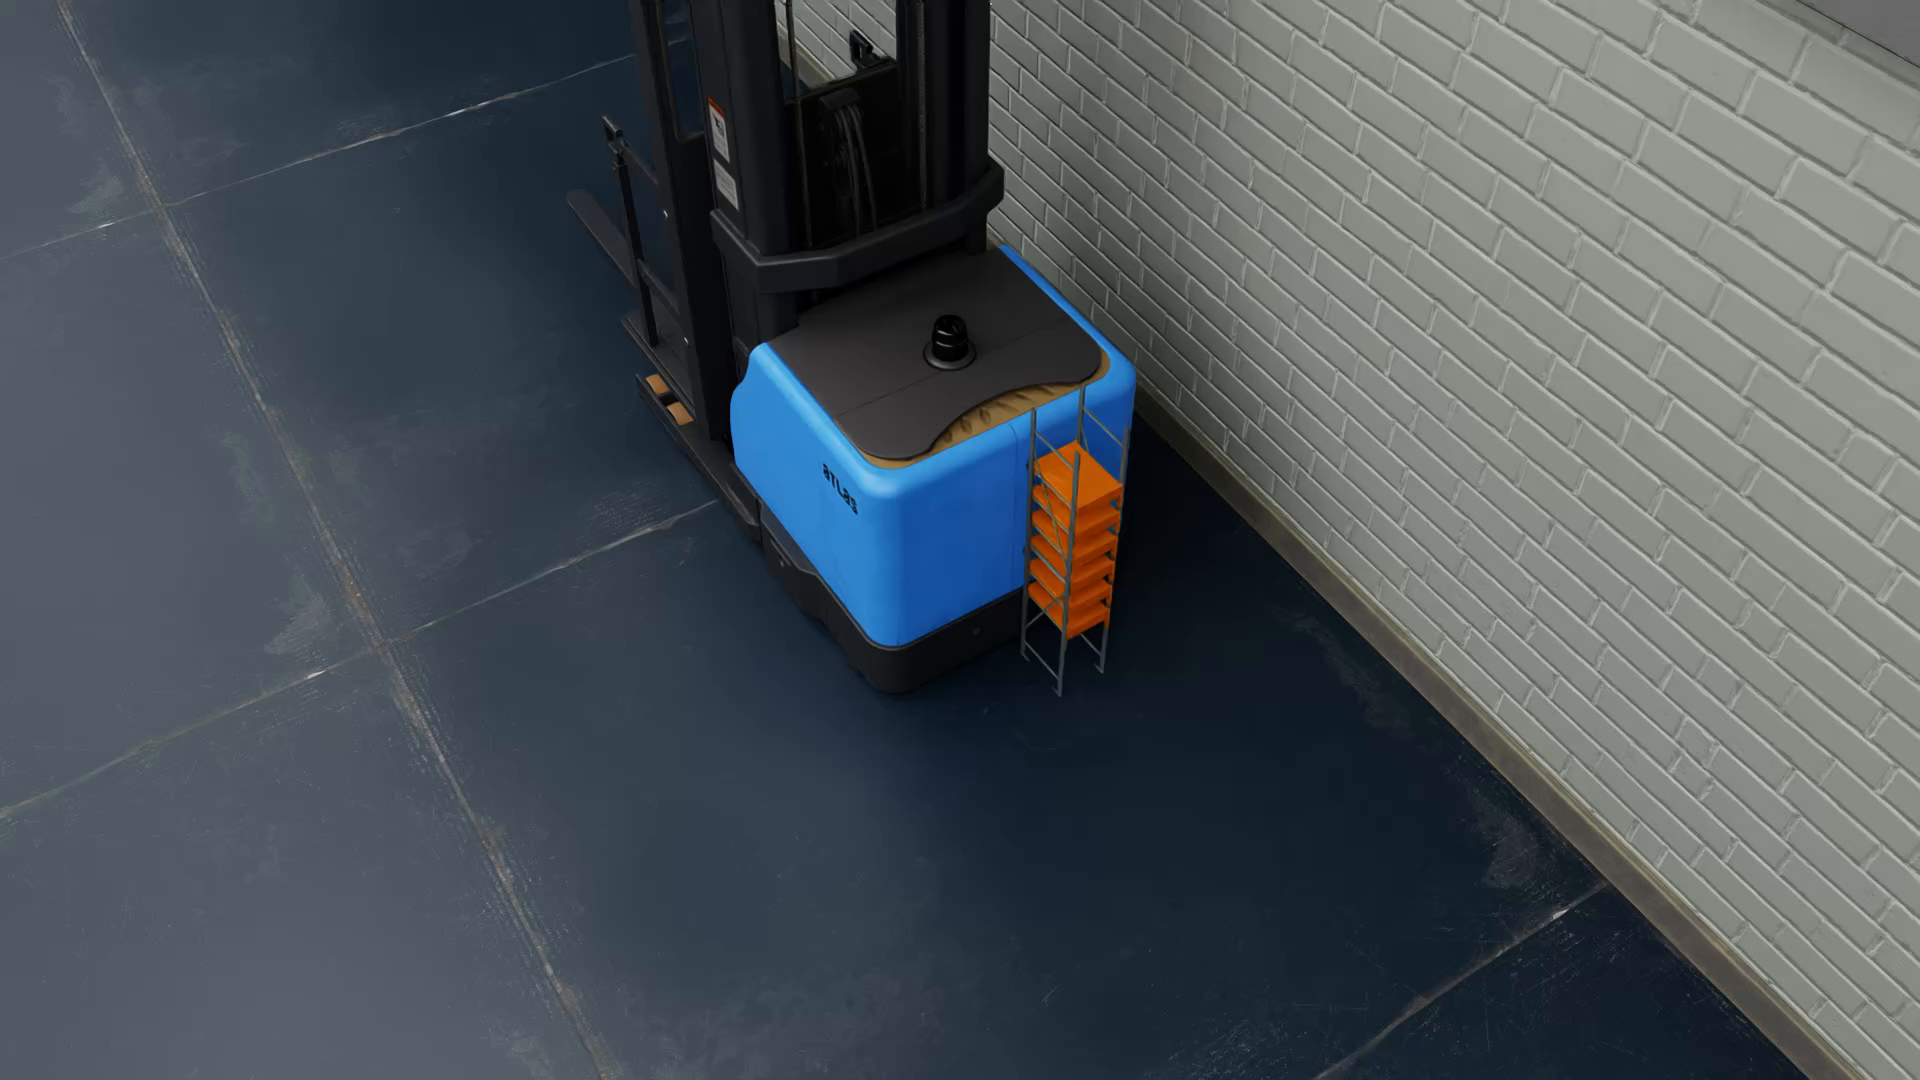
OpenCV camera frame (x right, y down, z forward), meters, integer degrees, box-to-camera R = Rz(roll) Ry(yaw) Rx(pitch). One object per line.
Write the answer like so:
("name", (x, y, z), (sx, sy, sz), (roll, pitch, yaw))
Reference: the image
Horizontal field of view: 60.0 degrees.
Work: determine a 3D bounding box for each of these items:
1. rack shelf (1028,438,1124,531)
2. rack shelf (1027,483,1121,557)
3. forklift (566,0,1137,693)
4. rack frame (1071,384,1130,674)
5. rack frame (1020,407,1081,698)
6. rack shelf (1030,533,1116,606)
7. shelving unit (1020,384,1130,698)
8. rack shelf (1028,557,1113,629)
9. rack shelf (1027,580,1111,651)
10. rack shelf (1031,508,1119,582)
("rack shelf", (0.359, -0.174, 5.179), (0.180, 0.103, 0.258), (-27, 54, -22))
("rack shelf", (0.359, -0.095, 5.269), (0.180, 0.103, 0.258), (-27, 54, -22))
("forklift", (-0.635, -1.536, 5.655), (1.130, 2.935, 3.031), (-26, 53, -21))
("rack frame", (0.435, -0.003, 5.449), (0.006, 1.200, 0.240), (-27, 54, -22))
("rack frame", (0.284, 0.074, 5.381), (0.006, 1.200, 0.240), (-27, 54, -22))
("rack shelf", (0.359, 0.065, 5.448), (0.180, 0.103, 0.258), (-27, 54, -22))
("shelving unit", (0.359, 0.035, 5.415), (0.189, 1.200, 0.258), (-27, 54, -22))
("rack shelf", (0.359, 0.145, 5.538), (0.180, 0.103, 0.258), (-27, 54, -22))
("rack shelf", (0.359, 0.225, 5.627), (0.180, 0.103, 0.258), (-27, 54, -22))
("rack shelf", (0.359, -0.015, 5.359), (0.180, 0.103, 0.258), (-27, 54, -22))
